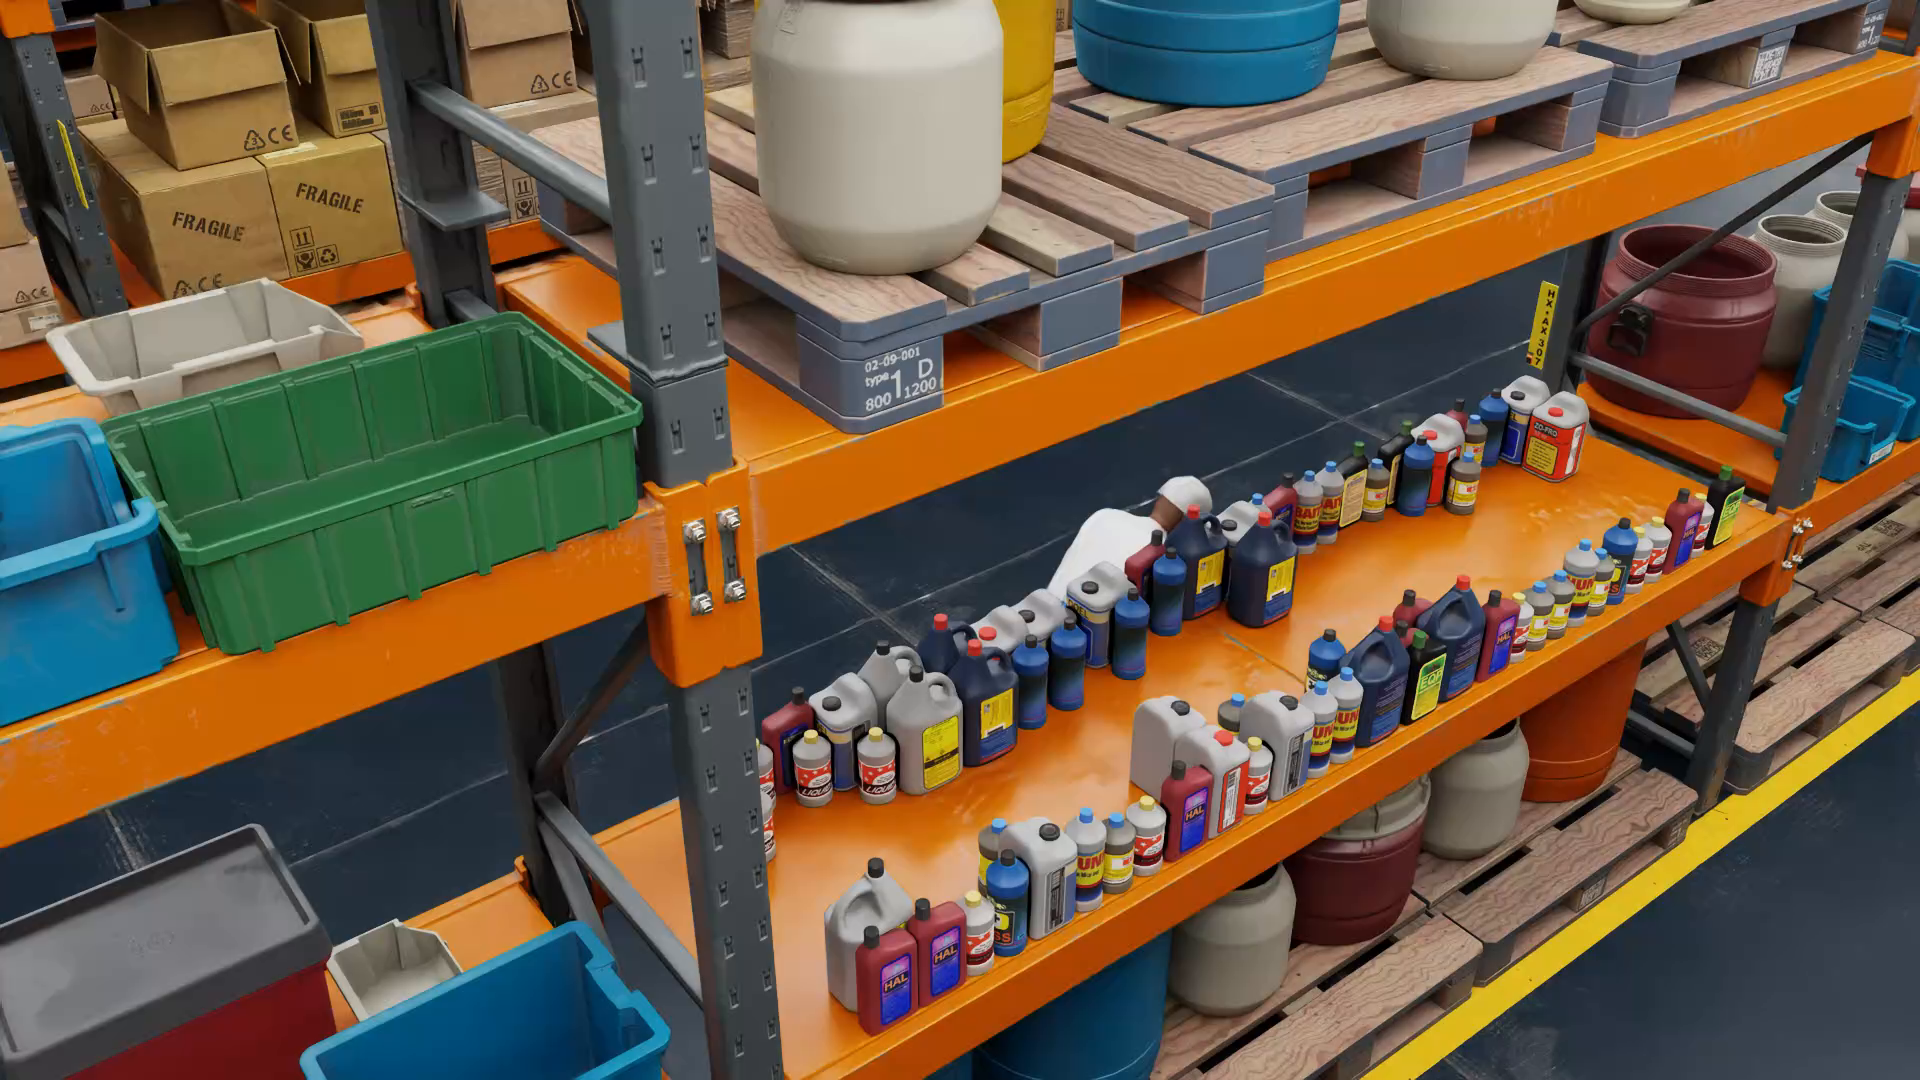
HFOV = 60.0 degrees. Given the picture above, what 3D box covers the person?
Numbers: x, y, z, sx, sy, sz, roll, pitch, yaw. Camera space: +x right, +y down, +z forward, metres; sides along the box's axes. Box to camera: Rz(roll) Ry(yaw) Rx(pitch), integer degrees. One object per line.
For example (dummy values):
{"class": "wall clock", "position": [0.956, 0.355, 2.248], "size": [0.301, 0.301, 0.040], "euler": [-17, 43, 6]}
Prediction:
{"class": "person", "position": [0.645, 0.268, 6.410], "size": [0.921, 1.007, 0.547], "euler": [-16, 36, -24]}
